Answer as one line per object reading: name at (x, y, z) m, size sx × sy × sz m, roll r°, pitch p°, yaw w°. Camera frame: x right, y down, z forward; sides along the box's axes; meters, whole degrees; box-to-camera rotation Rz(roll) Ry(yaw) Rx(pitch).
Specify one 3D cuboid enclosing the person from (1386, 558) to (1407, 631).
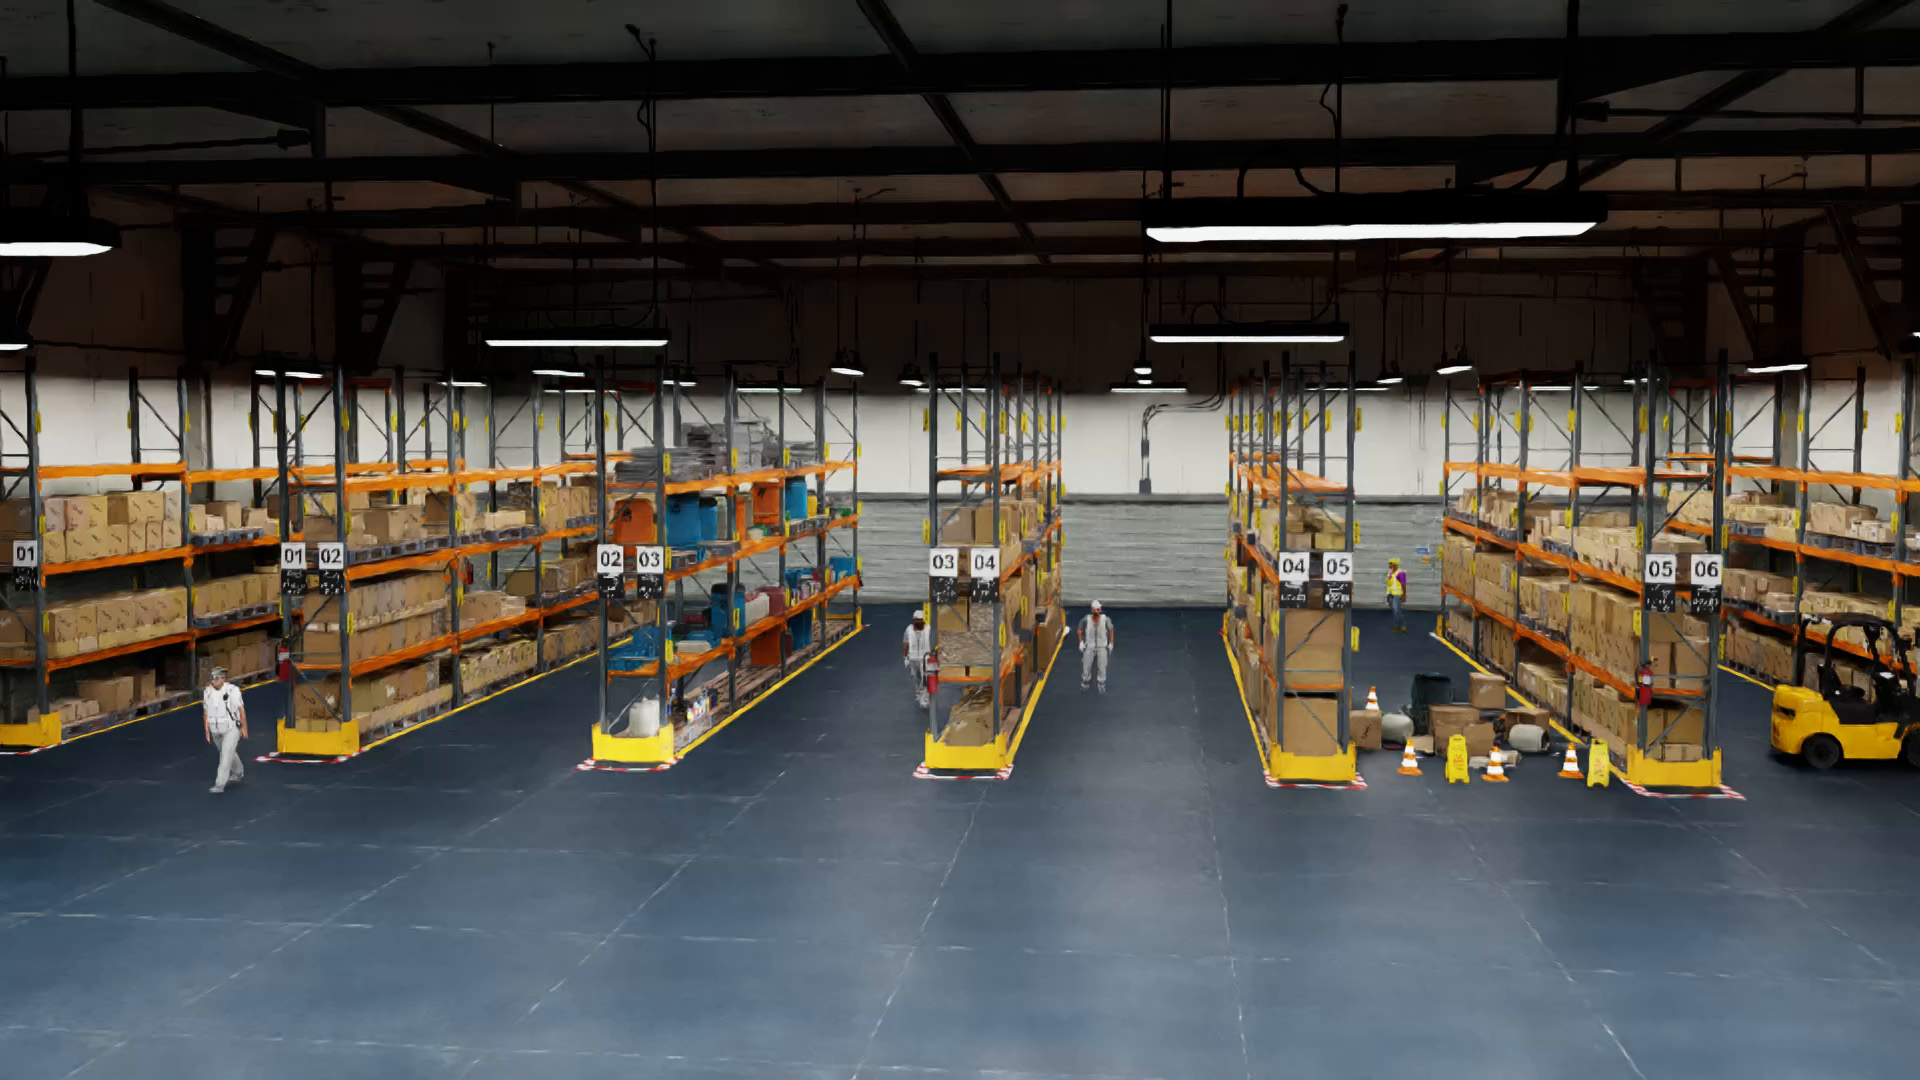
person at (10.444, 1.301, 39.766) m, size 0.398 × 1.760 × 0.652 m, roll -2°, pitch 4°, yaw -22°

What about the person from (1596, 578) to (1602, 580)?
person at (14.396, 1.457, 37.712) m, size 0.531 × 1.729 × 0.737 m, roll 0°, pitch 4°, yaw 4°

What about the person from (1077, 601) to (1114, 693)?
person at (2.502, 1.971, 30.689) m, size 0.677 × 1.741 × 0.551 m, roll 0°, pitch 4°, yaw 5°

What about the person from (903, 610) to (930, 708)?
person at (-0.726, 2.066, 29.280) m, size 0.566 × 1.706 × 1.122 m, roll 1°, pitch 4°, yaw 10°

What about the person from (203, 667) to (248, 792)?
person at (-10.064, 2.545, 22.669) m, size 0.542 × 1.675 × 1.126 m, roll 1°, pitch 4°, yaw 9°
